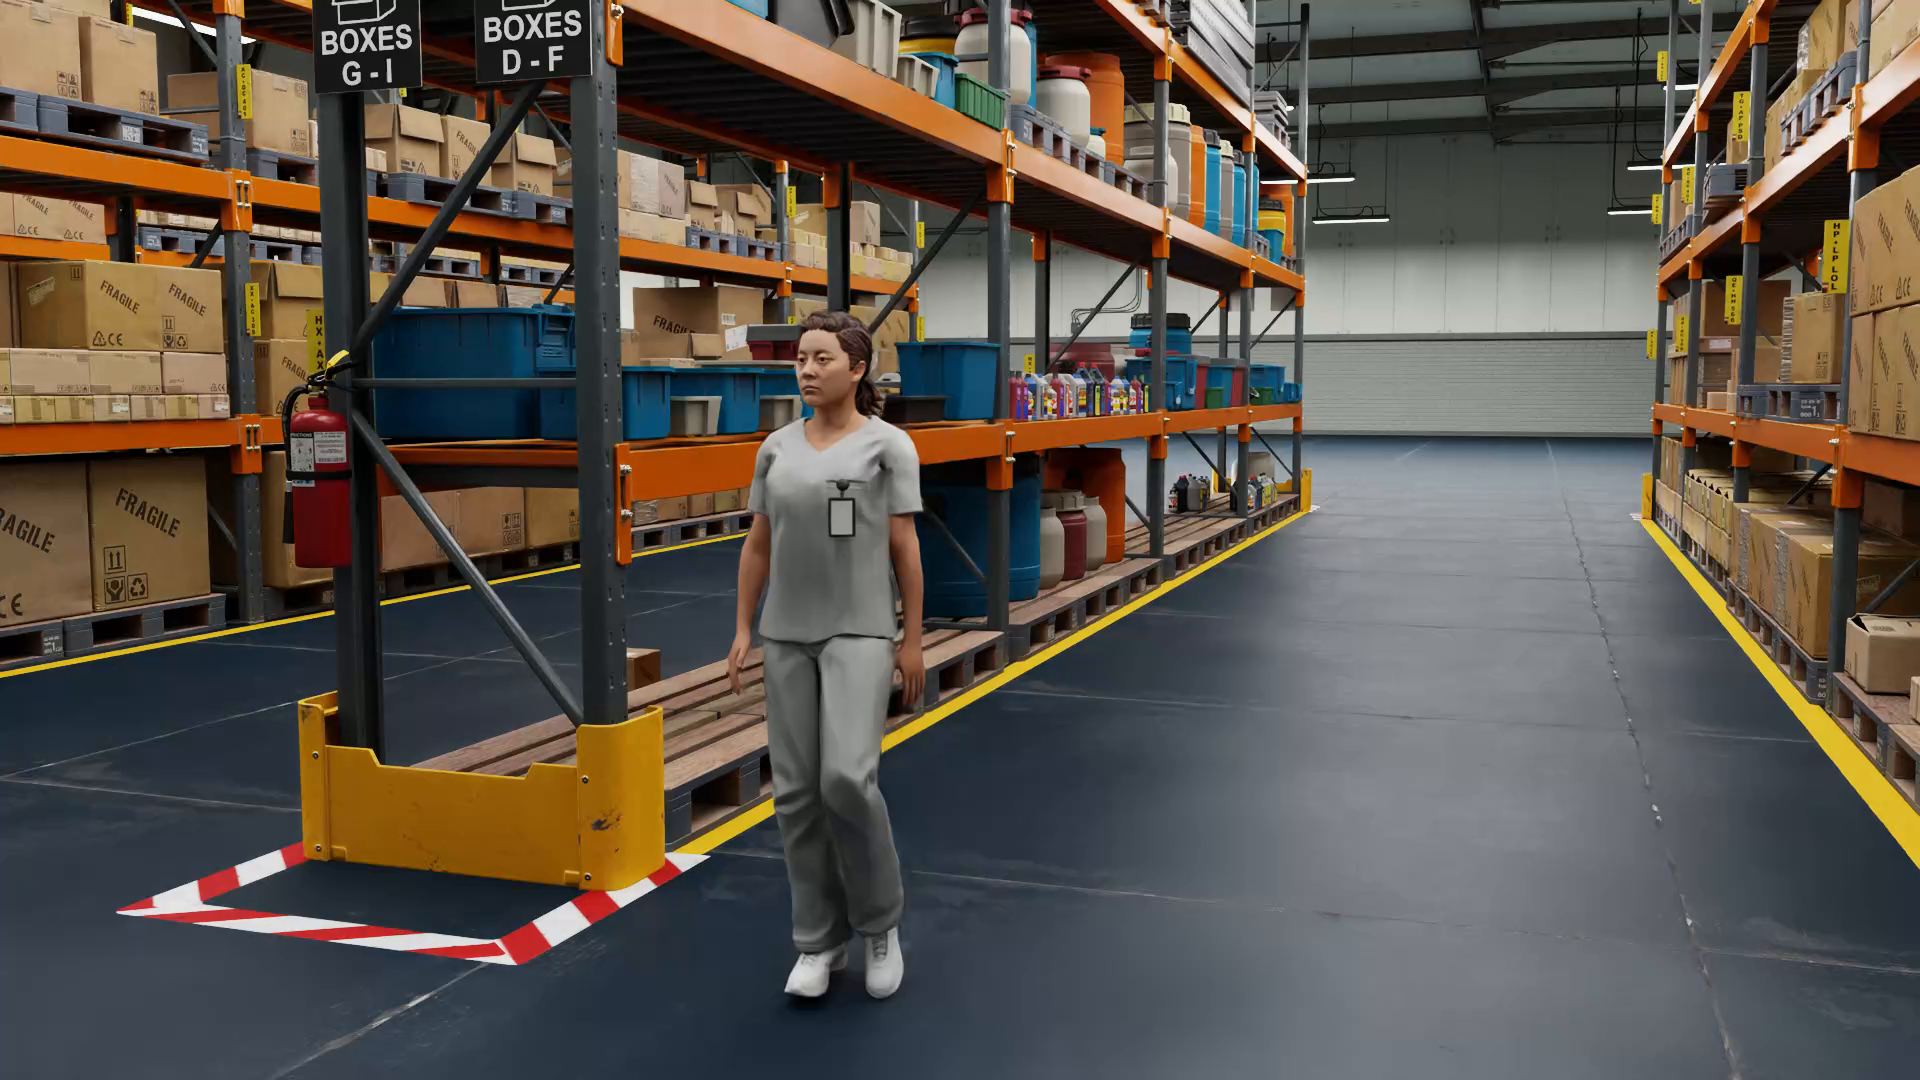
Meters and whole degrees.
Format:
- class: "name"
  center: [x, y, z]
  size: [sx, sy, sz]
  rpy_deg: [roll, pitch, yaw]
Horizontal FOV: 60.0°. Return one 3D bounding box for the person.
- class: "person"
  center: [-0.340, 0.274, 4.115]
  size: [0.493, 1.674, 0.492]
  rpy_deg: [2, 6, 20]
